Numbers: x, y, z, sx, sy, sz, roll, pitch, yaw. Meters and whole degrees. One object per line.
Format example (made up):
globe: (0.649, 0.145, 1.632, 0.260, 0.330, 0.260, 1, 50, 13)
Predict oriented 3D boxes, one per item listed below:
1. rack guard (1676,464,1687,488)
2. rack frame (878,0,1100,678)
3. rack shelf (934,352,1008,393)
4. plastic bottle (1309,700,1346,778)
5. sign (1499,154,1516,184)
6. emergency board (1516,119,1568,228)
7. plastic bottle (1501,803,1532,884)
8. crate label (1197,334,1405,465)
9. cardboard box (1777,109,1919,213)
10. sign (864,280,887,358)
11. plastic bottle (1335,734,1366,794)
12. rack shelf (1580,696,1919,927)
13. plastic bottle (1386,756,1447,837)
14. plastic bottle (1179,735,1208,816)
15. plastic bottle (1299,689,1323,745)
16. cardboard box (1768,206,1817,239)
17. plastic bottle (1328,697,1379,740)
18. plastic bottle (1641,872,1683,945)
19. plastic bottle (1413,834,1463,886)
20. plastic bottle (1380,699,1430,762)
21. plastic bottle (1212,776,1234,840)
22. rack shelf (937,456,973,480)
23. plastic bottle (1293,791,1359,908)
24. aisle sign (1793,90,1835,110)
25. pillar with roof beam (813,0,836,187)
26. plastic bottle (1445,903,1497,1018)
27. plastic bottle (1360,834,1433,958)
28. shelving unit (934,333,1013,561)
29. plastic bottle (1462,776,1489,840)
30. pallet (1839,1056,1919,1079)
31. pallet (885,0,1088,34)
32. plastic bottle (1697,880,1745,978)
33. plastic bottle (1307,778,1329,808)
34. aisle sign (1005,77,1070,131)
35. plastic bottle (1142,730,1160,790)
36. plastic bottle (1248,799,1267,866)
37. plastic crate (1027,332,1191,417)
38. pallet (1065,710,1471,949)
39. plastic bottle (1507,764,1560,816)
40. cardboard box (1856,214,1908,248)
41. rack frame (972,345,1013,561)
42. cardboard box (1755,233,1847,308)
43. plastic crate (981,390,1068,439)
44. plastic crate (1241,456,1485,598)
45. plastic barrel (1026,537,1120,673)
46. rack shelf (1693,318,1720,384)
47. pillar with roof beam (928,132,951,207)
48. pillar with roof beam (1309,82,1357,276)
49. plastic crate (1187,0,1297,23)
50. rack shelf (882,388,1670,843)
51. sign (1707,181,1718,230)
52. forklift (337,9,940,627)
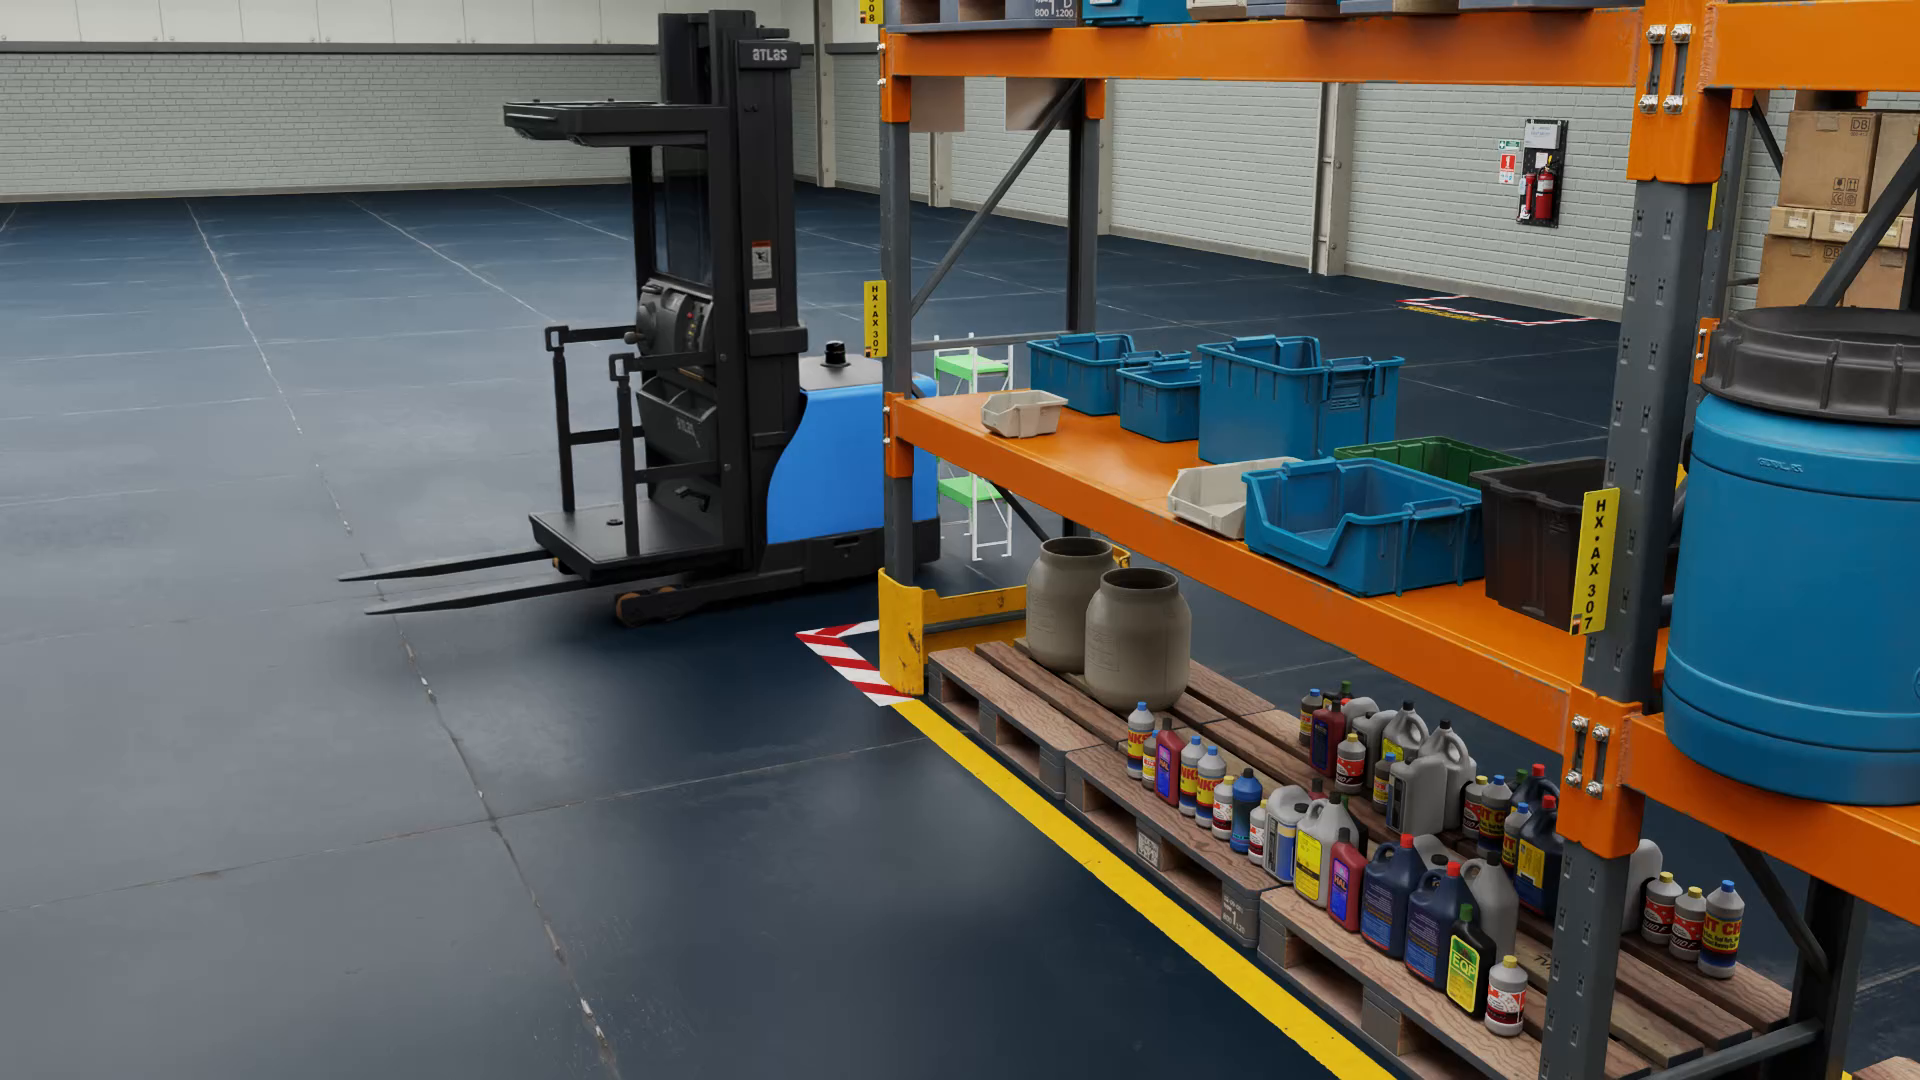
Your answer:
rack guard: (4.580, -0.276, 9.805, 1.175, 0.500, 0.348, -8, 18, -25)
rack frame: (0.137, -0.874, 7.357, 1.000, 3.000, 0.127, -8, 18, -25)
rack shelf: (0.073, -0.936, 9.327, 0.258, 0.148, 0.480, -8, 18, -25)
plastic bottle: (1.326, 0.702, 5.994, 0.061, 0.283, 0.133, -8, 18, -25)
sign: (6.300, -4.274, 19.140, 0.001, 0.329, 0.234, -8, 18, -25)
emergency board: (6.450, -4.107, 18.624, 0.194, 1.169, 0.643, -8, 18, -25)
plastic bottle: (1.736, 0.946, 5.163, 0.097, 0.271, 0.097, 0, 16, 0)
crate label: (1.186, -0.467, 5.876, 0.502, 0.435, 0.616, -8, 18, -25)
cardboard box: (4.807, -2.013, 8.792, 0.700, 0.500, 0.500, -8, 18, -25)
sign: (-0.360, -0.941, 7.091, 0.100, 0.325, 0.005, -8, 18, -25)
plastic bottle: (1.378, 0.782, 5.862, 0.097, 0.201, 0.097, 0, 16, 0)
rack shelf: (2.765, 0.960, 2.272, 1.077, 0.370, 4.000, -8, 18, -25)
plastic bottle: (1.517, 0.838, 5.534, 0.152, 0.276, 0.135, -8, 18, -25)
plastic bottle: (0.801, 0.798, 5.679, 0.097, 0.271, 0.097, 0, 16, 0)
plastic bottle: (1.335, 0.662, 6.280, 0.097, 0.201, 0.097, 0, 16, 0)
cardboard box: (4.569, -1.708, 8.907, 0.380, 0.149, 0.250, -8, 18, -25)
plastic bottle: (1.421, 0.692, 6.041, 0.152, 0.276, 0.135, -8, 18, -24)
plastic bottle: (2.054, 1.069, 4.862, 0.097, 0.201, 0.097, 0, 16, 0)
plastic bottle: (1.386, 1.019, 4.901, 0.152, 0.276, 0.135, -8, 18, -25)
plastic bottle: (1.558, 0.731, 5.769, 0.144, 0.351, 0.185, -7, 17, -23)
plastic bottle: (0.888, 0.882, 5.516, 0.097, 0.201, 0.097, 0, 16, 0)
rack shelf: (0.073, -0.474, 9.460, 0.258, 0.148, 0.480, -8, 18, -25)
plastic bottle: (1.122, 0.927, 5.086, 0.144, 0.351, 0.185, -8, 18, -25)
aisle sign: (4.826, -2.773, 9.262, 0.394, 0.787, 0.004, -8, 18, -25)
pillar with roof beam: (-6.886, -11.804, 34.570, 9.100, 9.000, 0.400, -8, 18, -25)
plastic bottle: (1.382, 1.133, 4.492, 0.061, 0.283, 0.133, -7, 17, -22)
plastic bottle: (1.264, 1.008, 4.806, 0.144, 0.351, 0.185, -9, 18, -28)
shelving unit: (0.073, -0.536, 9.442, 0.258, 1.200, 0.503, -8, 18, -25)
plastic bottle: (1.723, 0.882, 5.516, 0.097, 0.201, 0.097, 0, 16, 0)
pallet: (2.268, 1.649, 3.623, 1.003, 0.211, 1.213, -8, 18, -25)
pallet: (0.411, -2.008, 6.213, 1.003, 0.211, 1.213, -8, 18, -25)
plastic bottle: (2.143, 1.086, 4.676, 0.097, 0.271, 0.097, 0, 16, 0)
plastic bottle: (1.150, 0.906, 5.282, 0.061, 0.283, 0.133, -8, 18, -25)
aisle sign: (0.372, -2.177, 7.186, 0.394, 0.787, 0.004, -8, 18, -25)
plastic bottle: (0.696, 0.773, 5.895, 0.097, 0.201, 0.097, 0, 16, 0)
plastic bottle: (0.978, 0.932, 5.339, 0.097, 0.201, 0.097, 0, 16, 0)
plastic crate: (0.625, -0.714, 7.071, 0.499, 0.251, 0.616, -8, 18, -25)
pallet: (1.094, 0.984, 5.939, 1.003, 0.211, 1.213, -8, 18, -25)
plastic bottle: (1.826, 0.883, 5.241, 0.144, 0.351, 0.185, -8, 18, -27)
cardboard box: (4.795, -1.581, 8.464, 0.380, 0.149, 0.250, -8, 18, -25)
rack frame: (0.179, -0.475, 9.231, 0.240, 1.200, 0.015, -8, 18, -25)
cardboard box: (4.784, -1.402, 9.017, 0.700, 0.500, 0.500, -8, 18, -25)
plastic crate: (0.239, -0.486, 6.485, 0.298, 0.136, 0.250, -8, 18, -25)
plastic crate: (1.160, -0.052, 4.763, 0.499, 0.251, 0.616, -8, 18, -25)
plastic barrel: (0.494, 0.274, 7.106, 0.421, 0.512, 0.421, 0, 16, 0)
rack shelf: (5.467, -0.630, 7.811, 1.077, 0.370, 4.000, -8, 18, -25)
pillar with roof beam: (-4.257, -10.316, 29.385, 9.100, 9.000, 0.400, -8, 18, -25)
pillar with roof beam: (1.000, -7.341, 19.017, 9.100, 9.000, 0.400, -8, 18, -25)
plastic crate: (0.822, -1.546, 4.740, 0.243, 0.136, 0.396, -8, 18, -25)
rack shelf: (1.013, -0.032, 5.728, 1.077, 0.370, 4.000, -8, 18, -25)
sign: (4.089, -1.860, 9.081, 0.100, 0.325, 0.005, -8, 18, -25)
forklift: (-1.637, -1.144, 8.425, 3.031, 2.935, 1.130, -9, 18, -30)
